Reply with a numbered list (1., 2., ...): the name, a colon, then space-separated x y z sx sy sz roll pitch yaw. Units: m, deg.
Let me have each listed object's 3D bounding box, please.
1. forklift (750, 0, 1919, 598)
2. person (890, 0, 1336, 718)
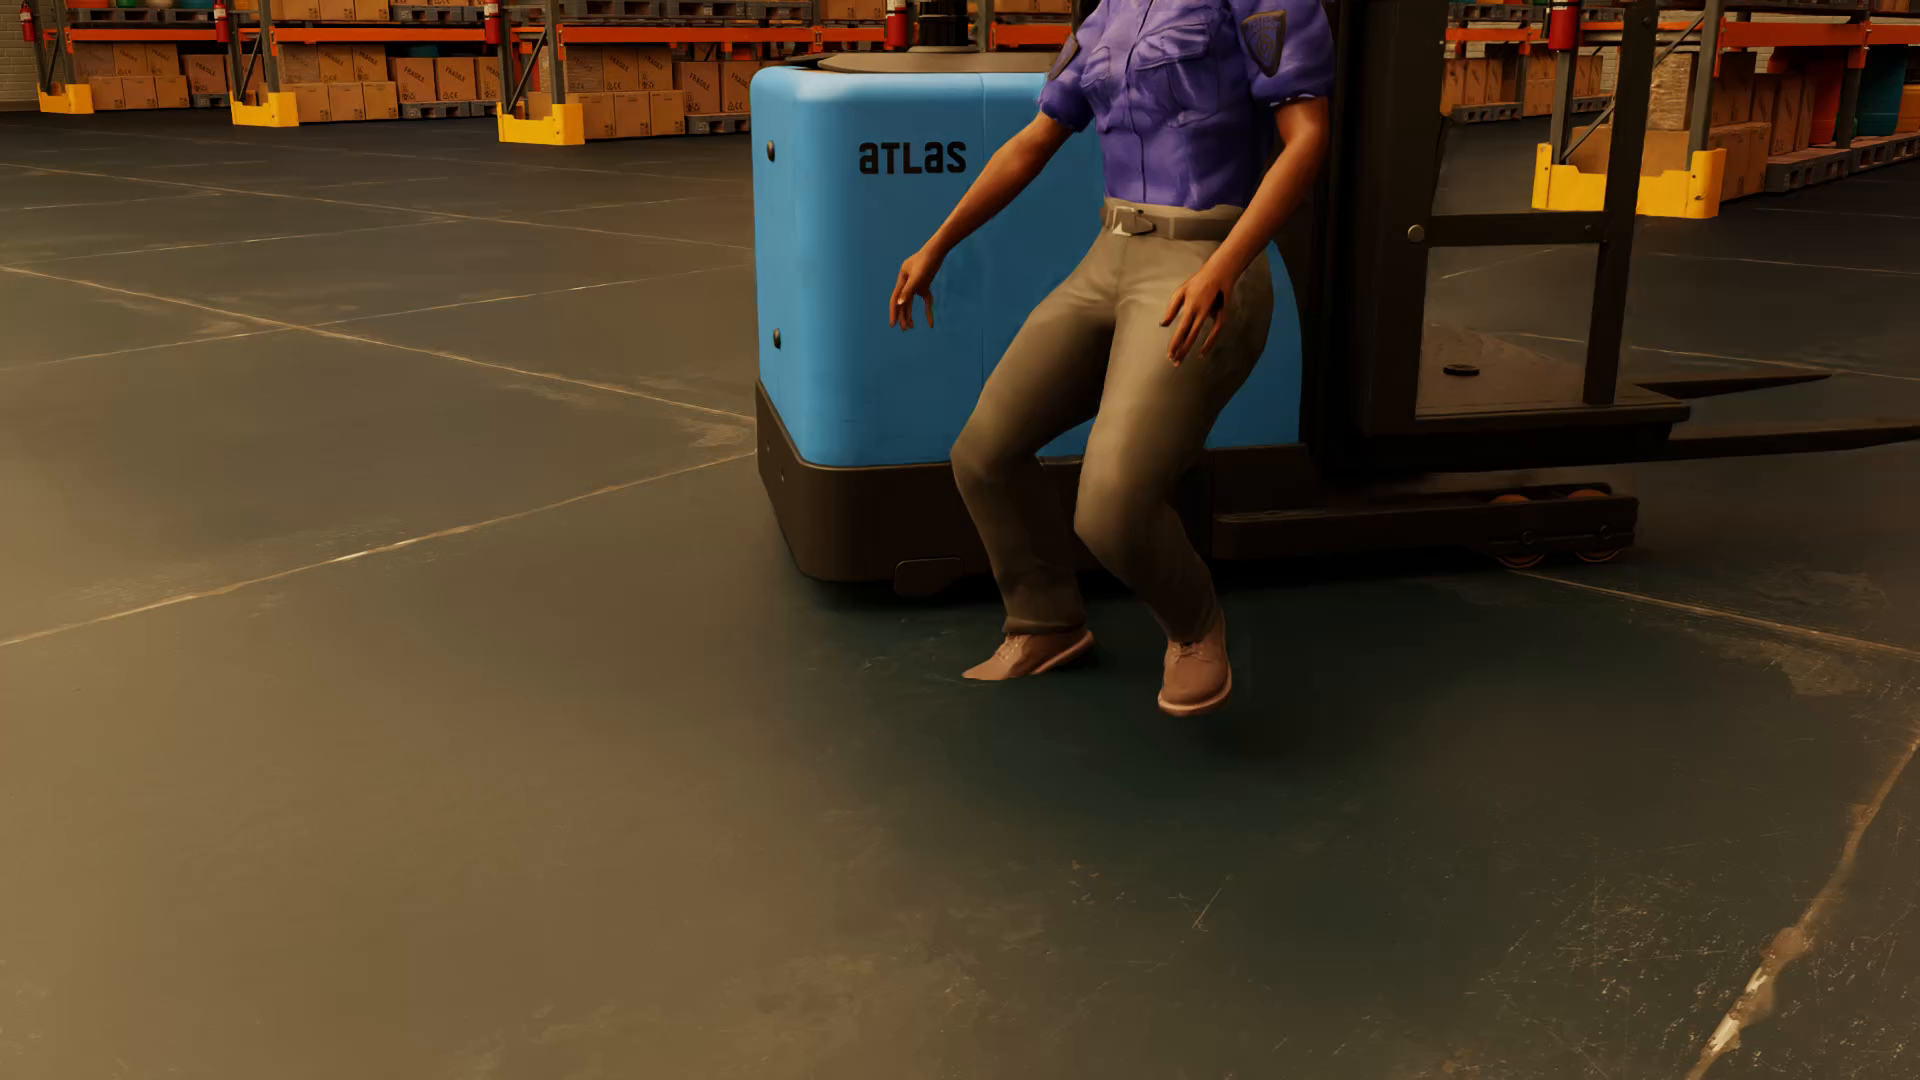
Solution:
1. forklift: 1.054 -1.484 3.784 3.031 2.935 1.130 -4 17 -12
2. person: 0.251 -0.407 2.718 0.481 1.589 0.736 -9 19 -27
